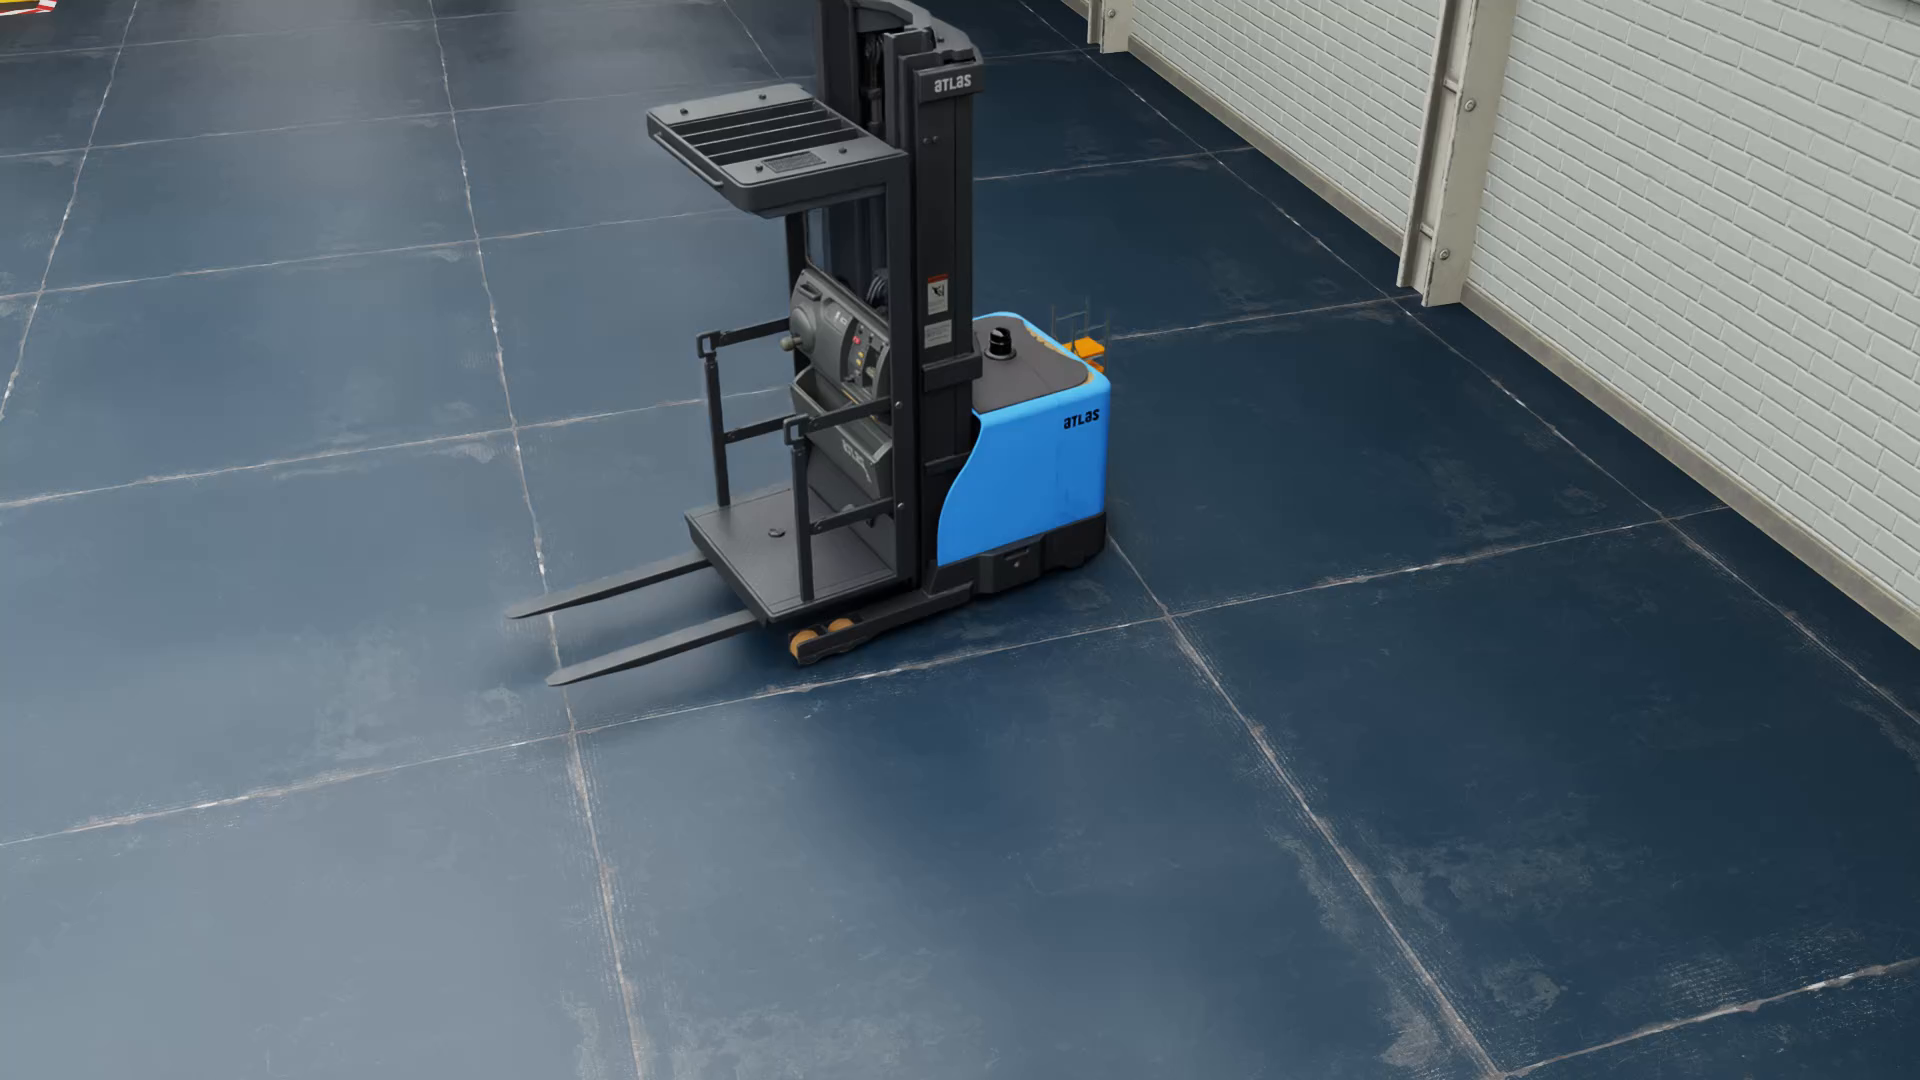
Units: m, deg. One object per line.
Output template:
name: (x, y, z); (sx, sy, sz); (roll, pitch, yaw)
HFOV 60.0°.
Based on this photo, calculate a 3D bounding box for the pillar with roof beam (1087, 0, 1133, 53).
pillar with roof beam: (-2.625, -7.922, 12.896); (9.100, 9.000, 0.400); (-10, 35, -15)

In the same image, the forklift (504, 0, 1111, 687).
forklift: (-0.756, -0.947, 7.844); (3.031, 2.935, 1.130); (-18, 37, -25)

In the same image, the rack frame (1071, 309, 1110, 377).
rack frame: (0.686, -0.679, 9.009); (0.240, 1.200, 0.006); (-19, 38, -26)

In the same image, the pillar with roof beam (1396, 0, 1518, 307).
pillar with roof beam: (-0.795, -4.772, 8.129); (9.100, 9.000, 0.400); (-10, 35, -15)

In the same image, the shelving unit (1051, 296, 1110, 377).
shelving unit: (0.638, -0.722, 9.074); (0.258, 1.200, 0.189); (-19, 38, -26)

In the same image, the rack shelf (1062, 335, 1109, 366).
rack shelf: (0.638, -0.985, 8.900); (0.258, 0.103, 0.180); (-19, 38, -26)

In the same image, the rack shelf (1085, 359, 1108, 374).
rack shelf: (0.638, -0.885, 8.966); (0.258, 0.103, 0.180); (-19, 38, -26)

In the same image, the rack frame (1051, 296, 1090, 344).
rack frame: (0.590, -0.765, 9.139); (0.240, 1.200, 0.006); (-19, 38, -26)
